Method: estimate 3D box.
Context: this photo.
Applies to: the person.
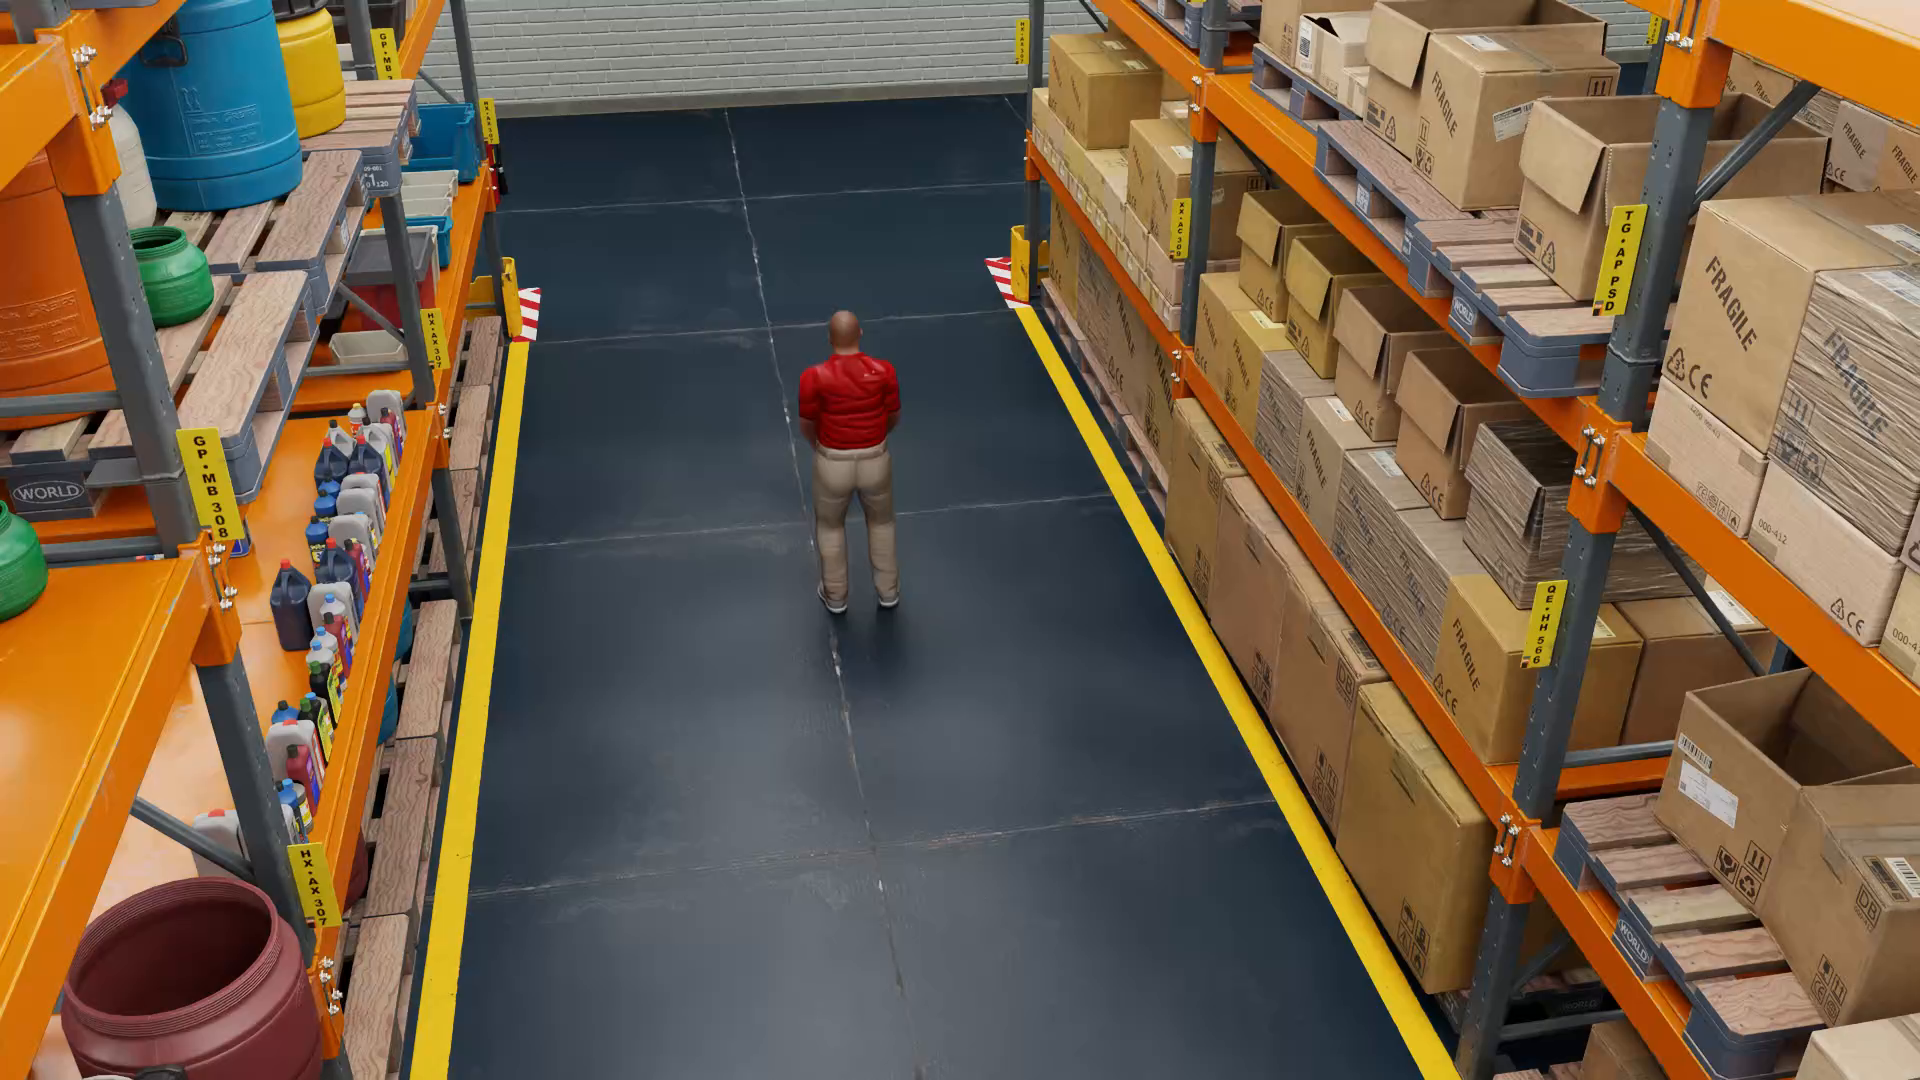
[{"bbox_3d":[-0.585,-0.429,8.874,0.533,1.733,0.458,-6,31,-10],"label":"person"}]
